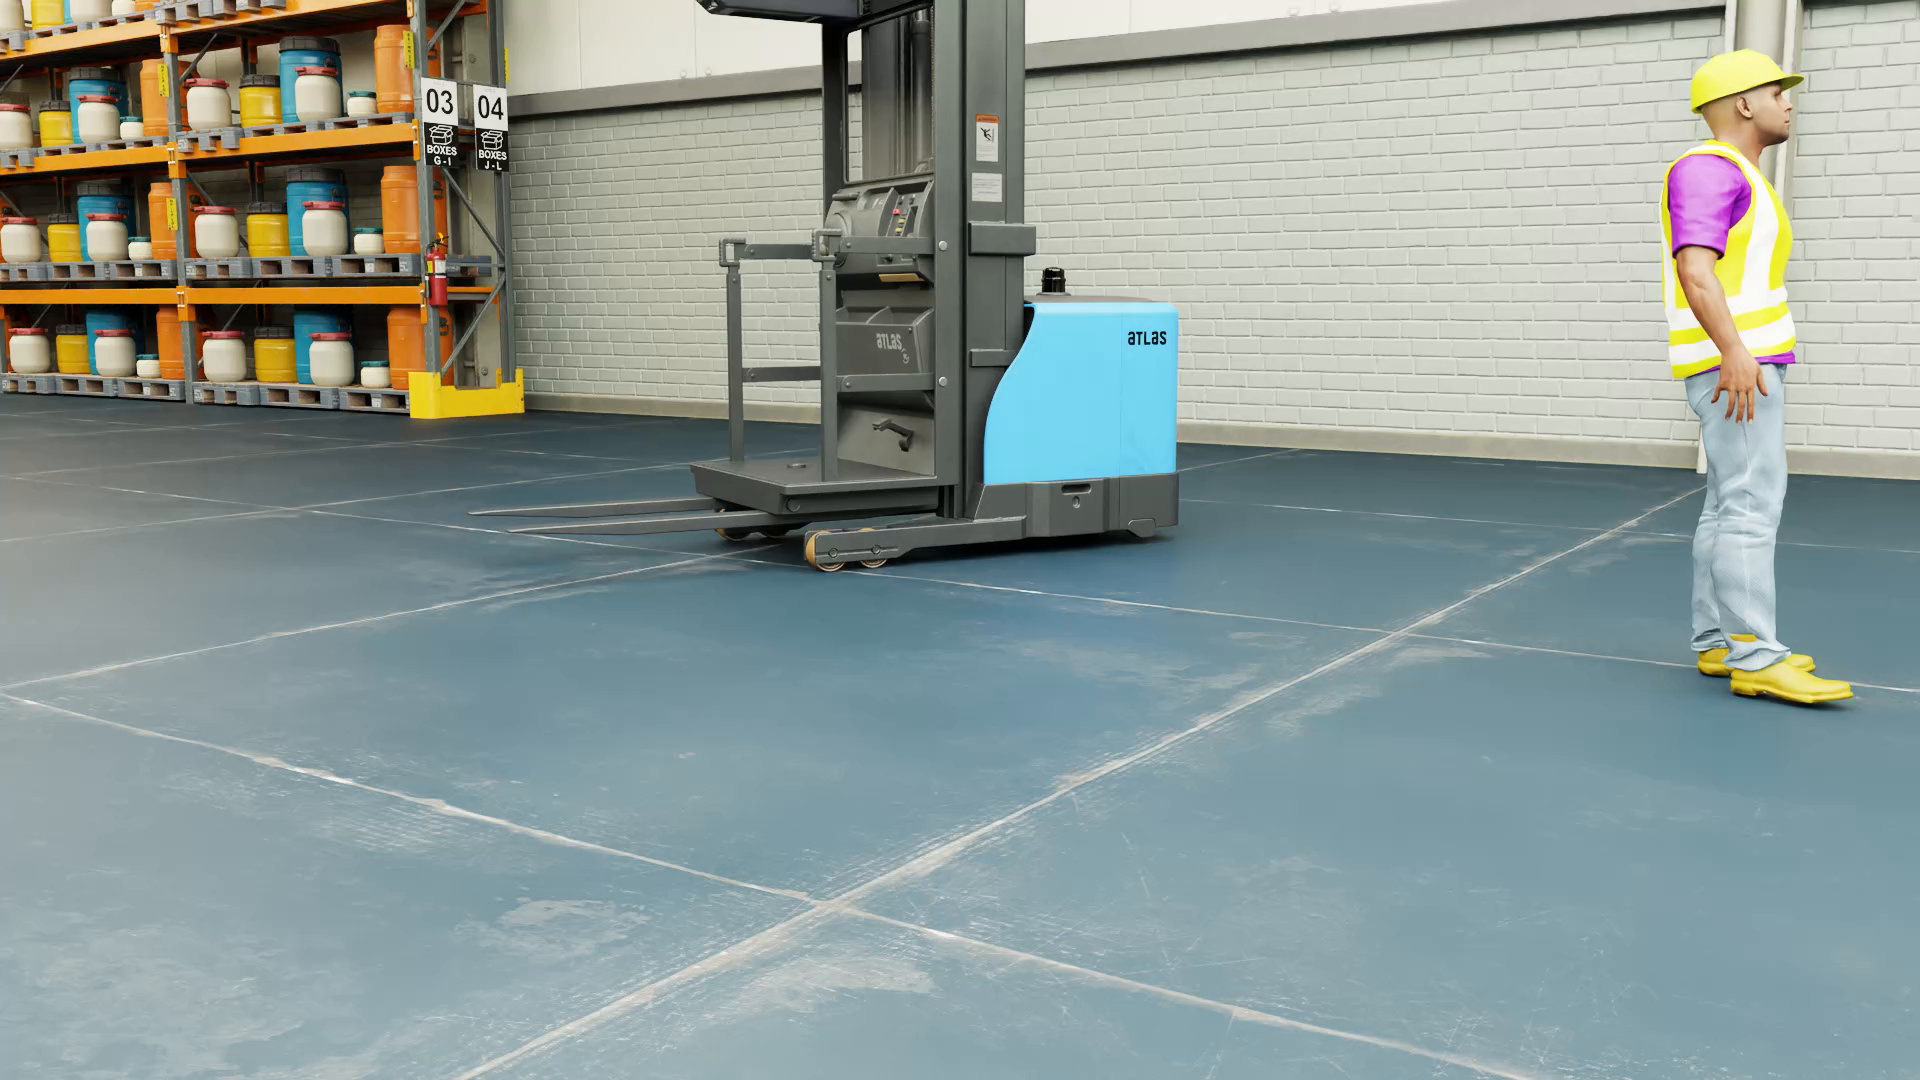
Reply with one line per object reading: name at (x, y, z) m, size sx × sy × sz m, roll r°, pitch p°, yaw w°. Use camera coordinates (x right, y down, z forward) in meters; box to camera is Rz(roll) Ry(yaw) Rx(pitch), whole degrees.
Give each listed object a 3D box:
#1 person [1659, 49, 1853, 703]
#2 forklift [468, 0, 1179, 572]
person at (2.260, -0.482, 4.669) m, size 0.578 × 1.765 × 0.666 m, roll 5°, pitch 9°, yaw 31°
forklift at (-0.539, -1.408, 7.095) m, size 3.031 × 2.935 × 1.130 m, roll -5°, pitch 9°, yaw -29°
